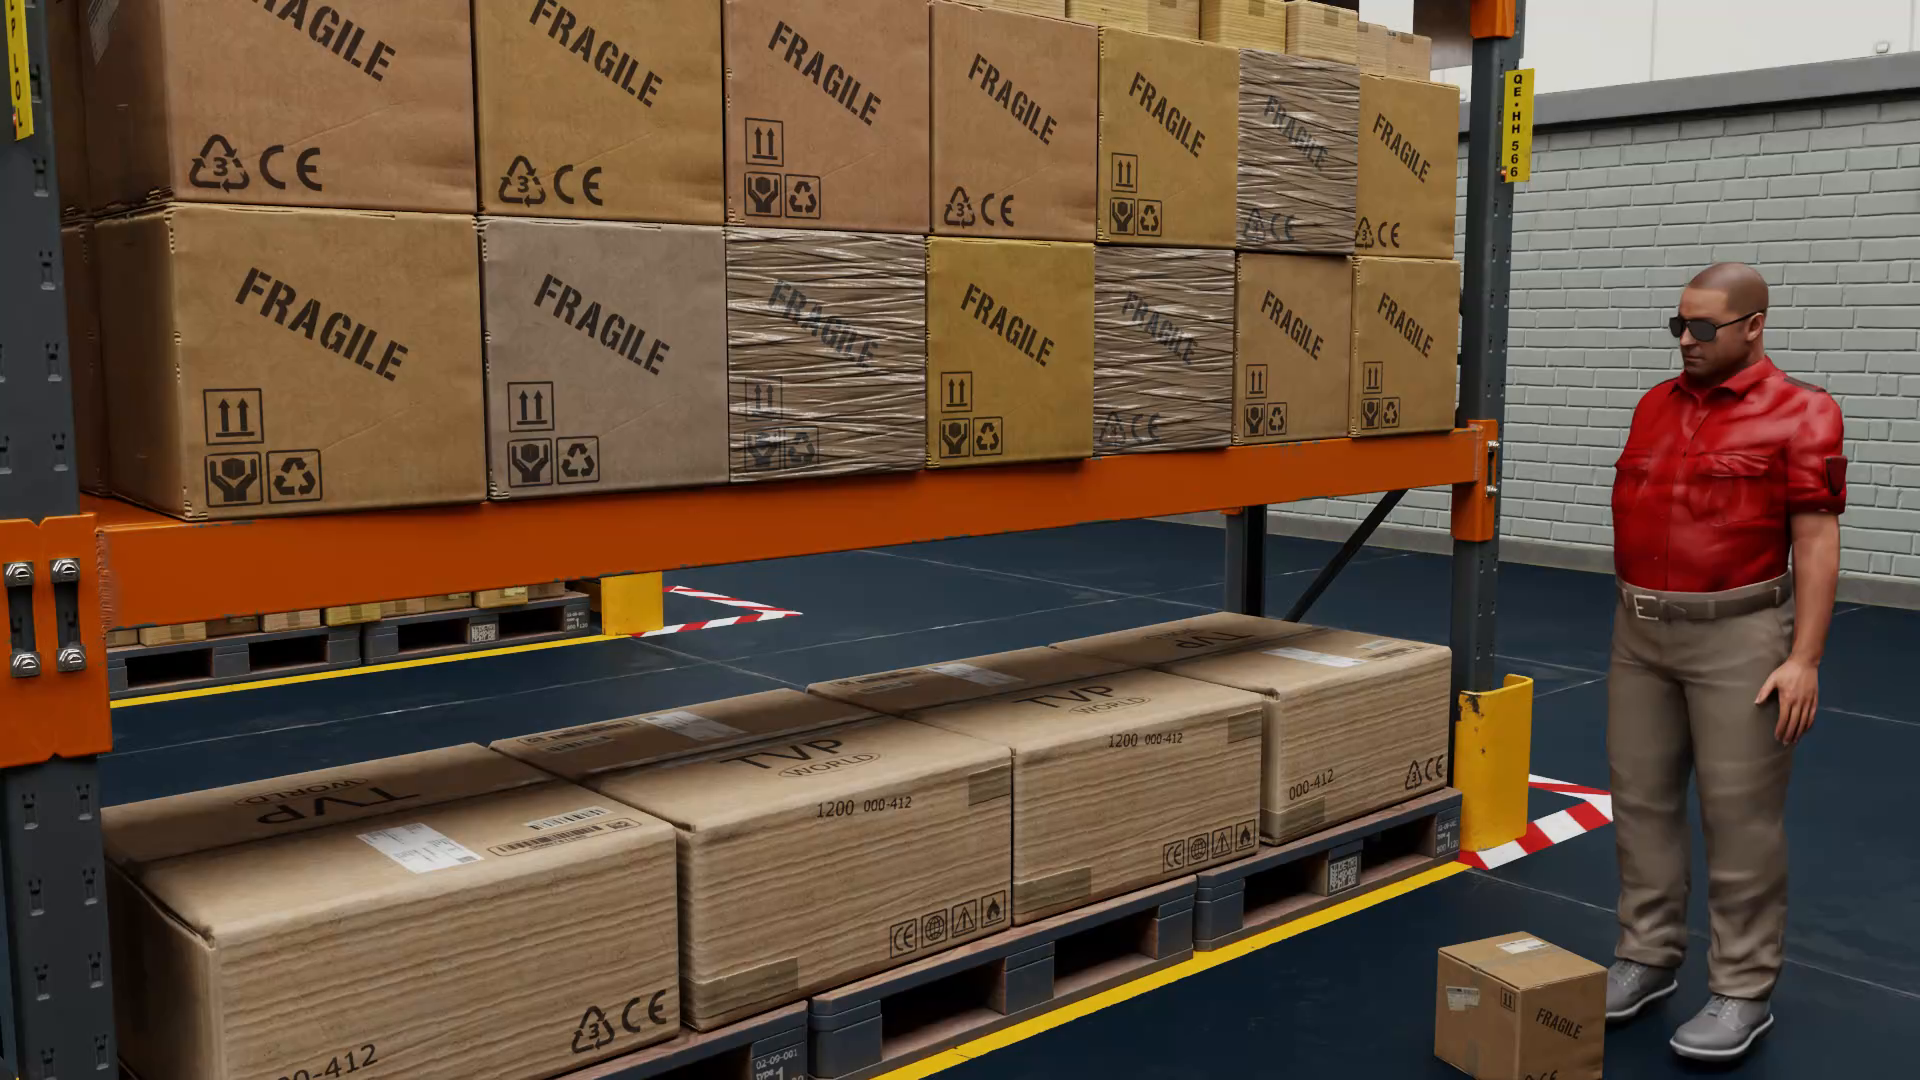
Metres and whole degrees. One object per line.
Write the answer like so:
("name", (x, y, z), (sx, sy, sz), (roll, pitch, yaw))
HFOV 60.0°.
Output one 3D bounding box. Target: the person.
("person", (1.655, 0.251, 3.736), (0.403, 1.729, 0.551), (-4, 9, -30))
